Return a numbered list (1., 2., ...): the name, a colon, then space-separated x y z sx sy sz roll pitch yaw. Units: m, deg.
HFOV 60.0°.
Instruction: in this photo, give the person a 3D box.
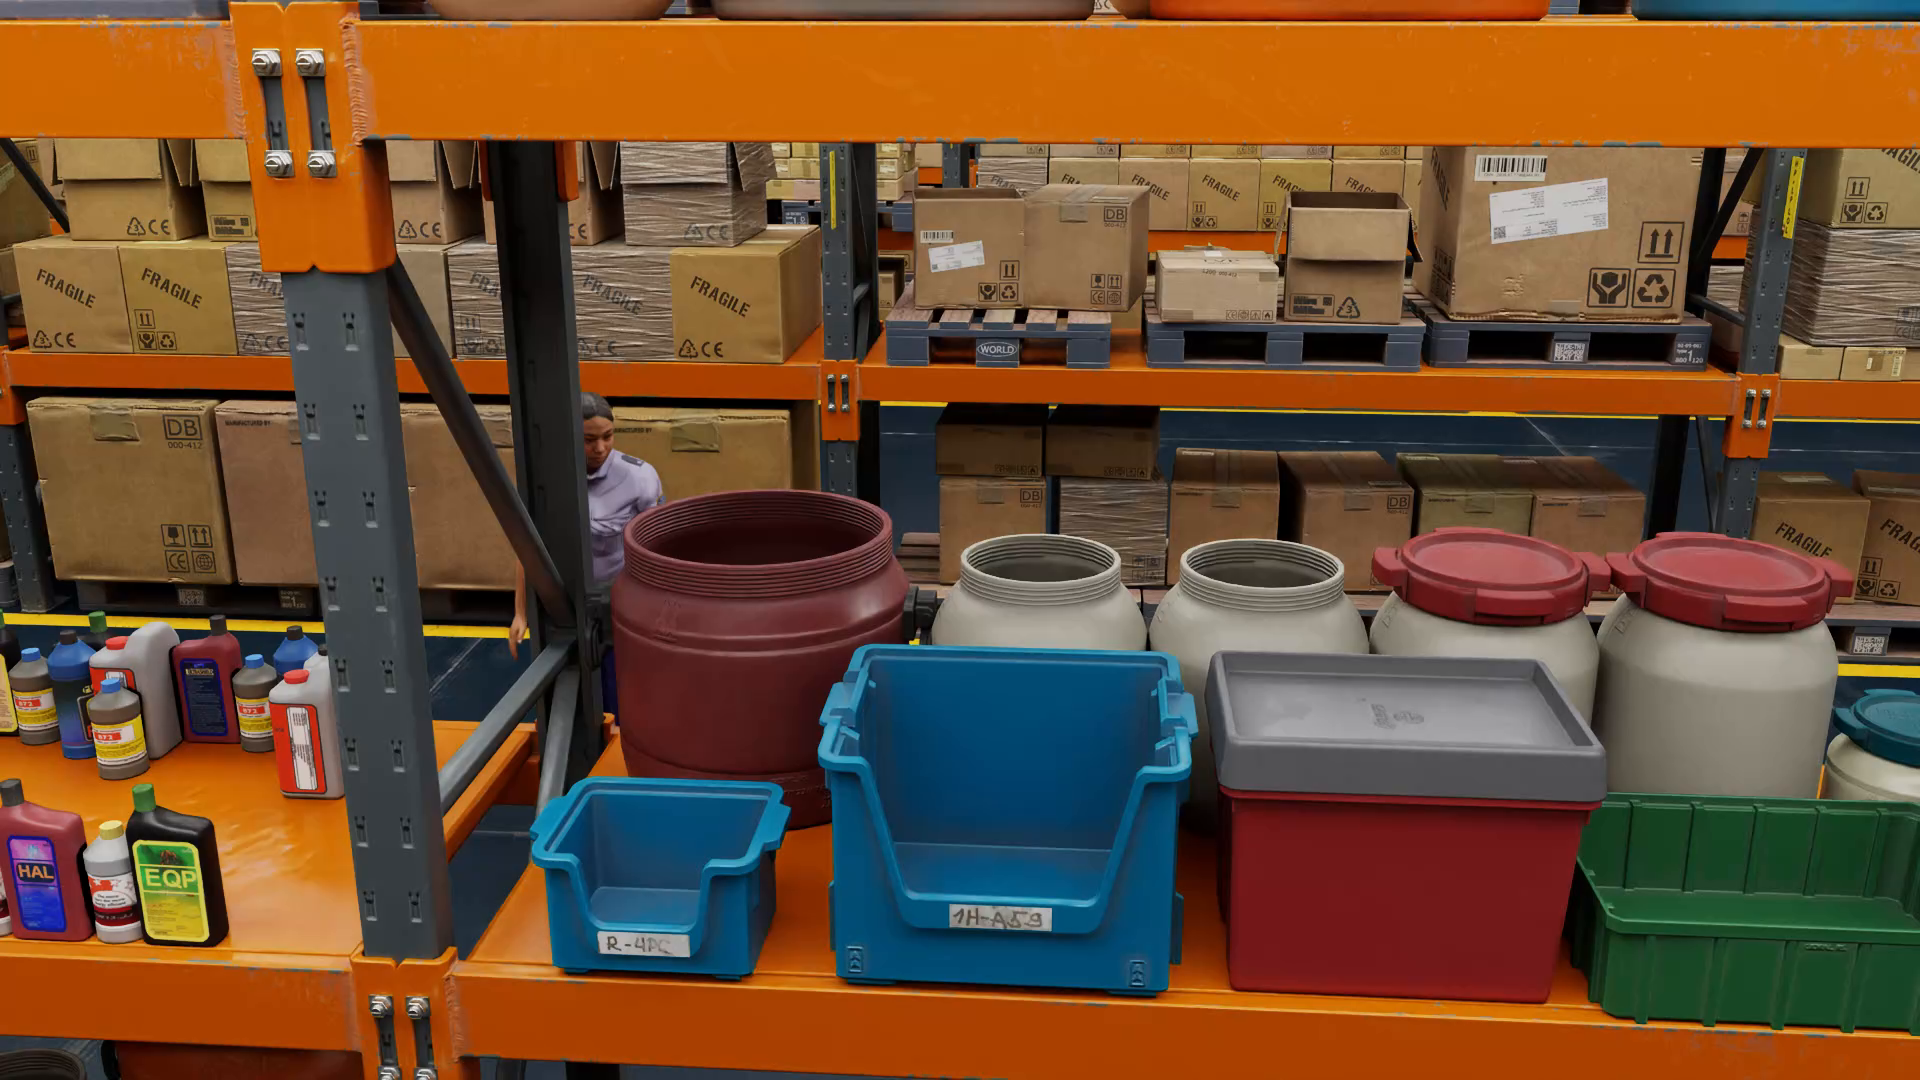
1. person: -1.264 0.262 5.754 0.646 1.607 0.858 6 19 18
